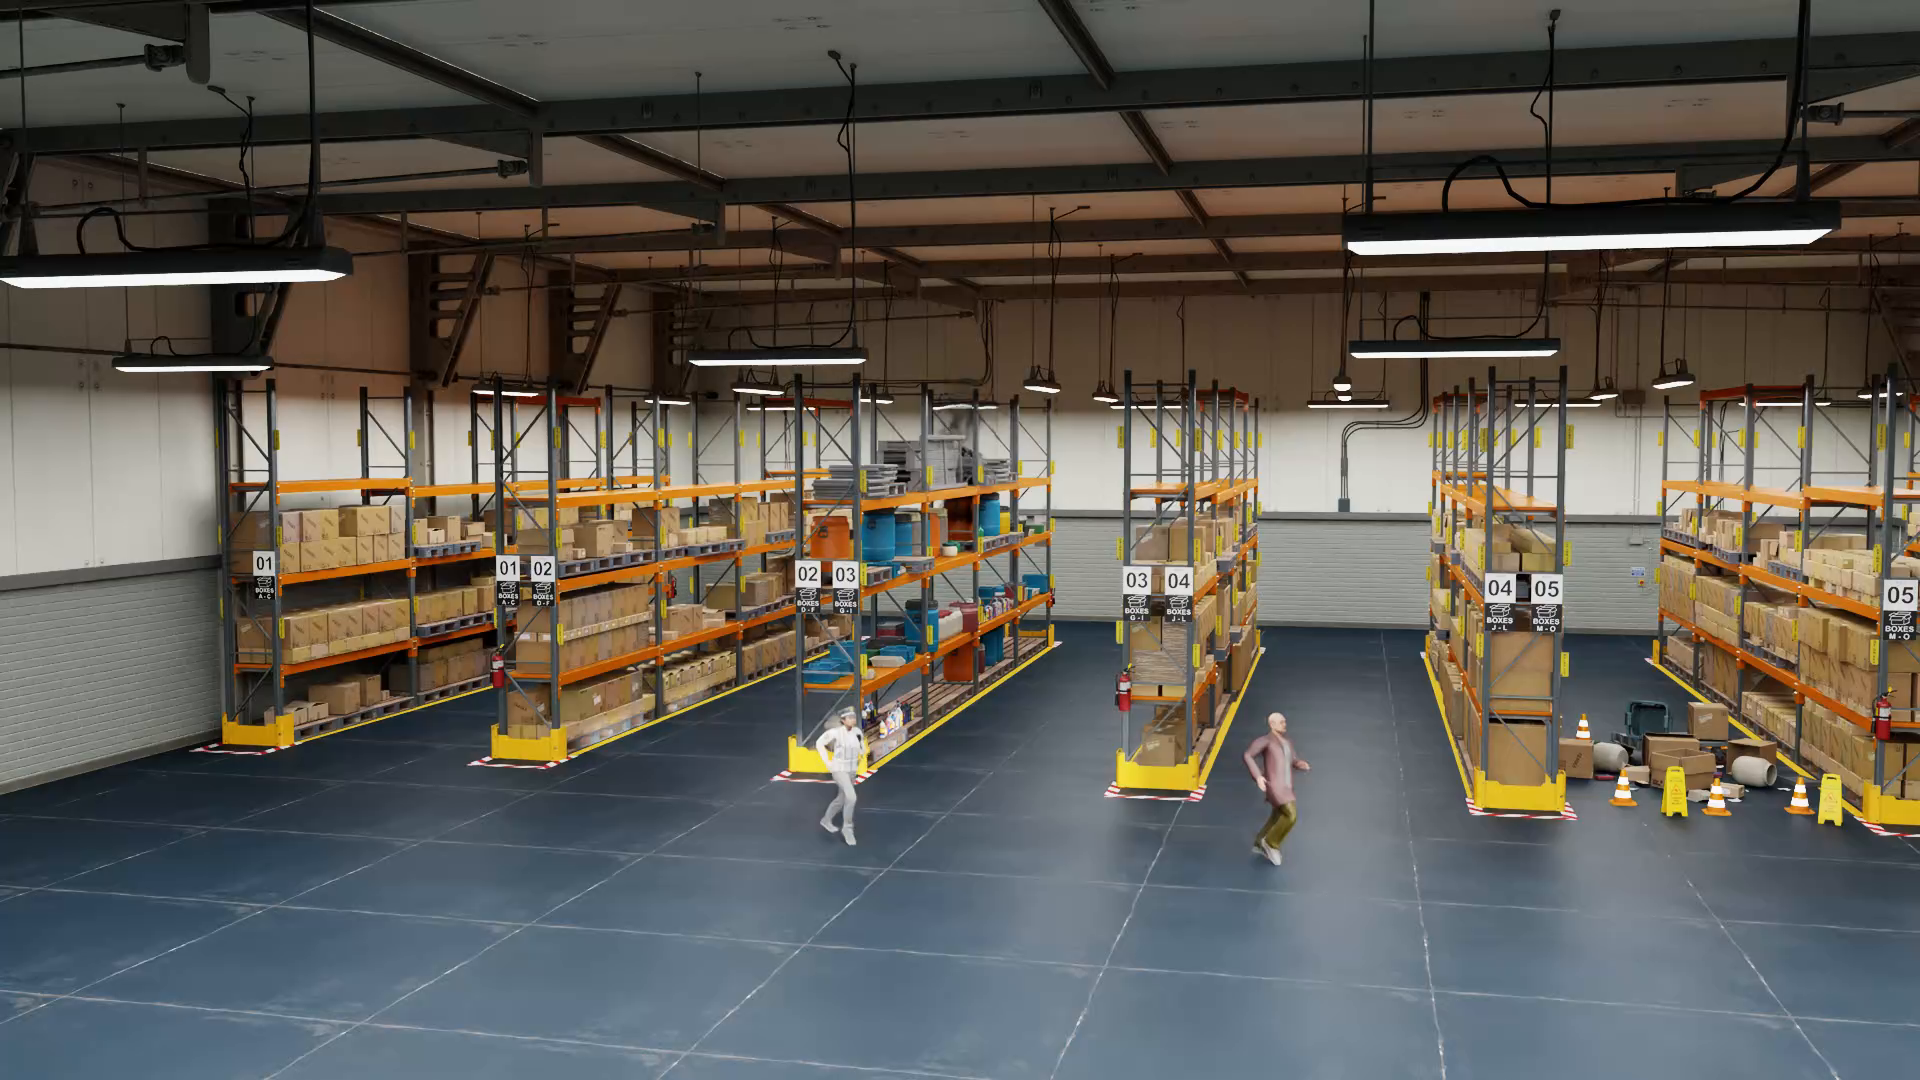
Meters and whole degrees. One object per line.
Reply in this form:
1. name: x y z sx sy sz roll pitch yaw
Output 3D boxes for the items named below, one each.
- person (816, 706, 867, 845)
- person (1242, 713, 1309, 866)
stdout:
1. person: -1.472 2.931 20.830 0.792 1.743 0.590 3 5 44
2. person: 3.773 2.941 19.649 0.761 1.790 0.684 3 5 41
